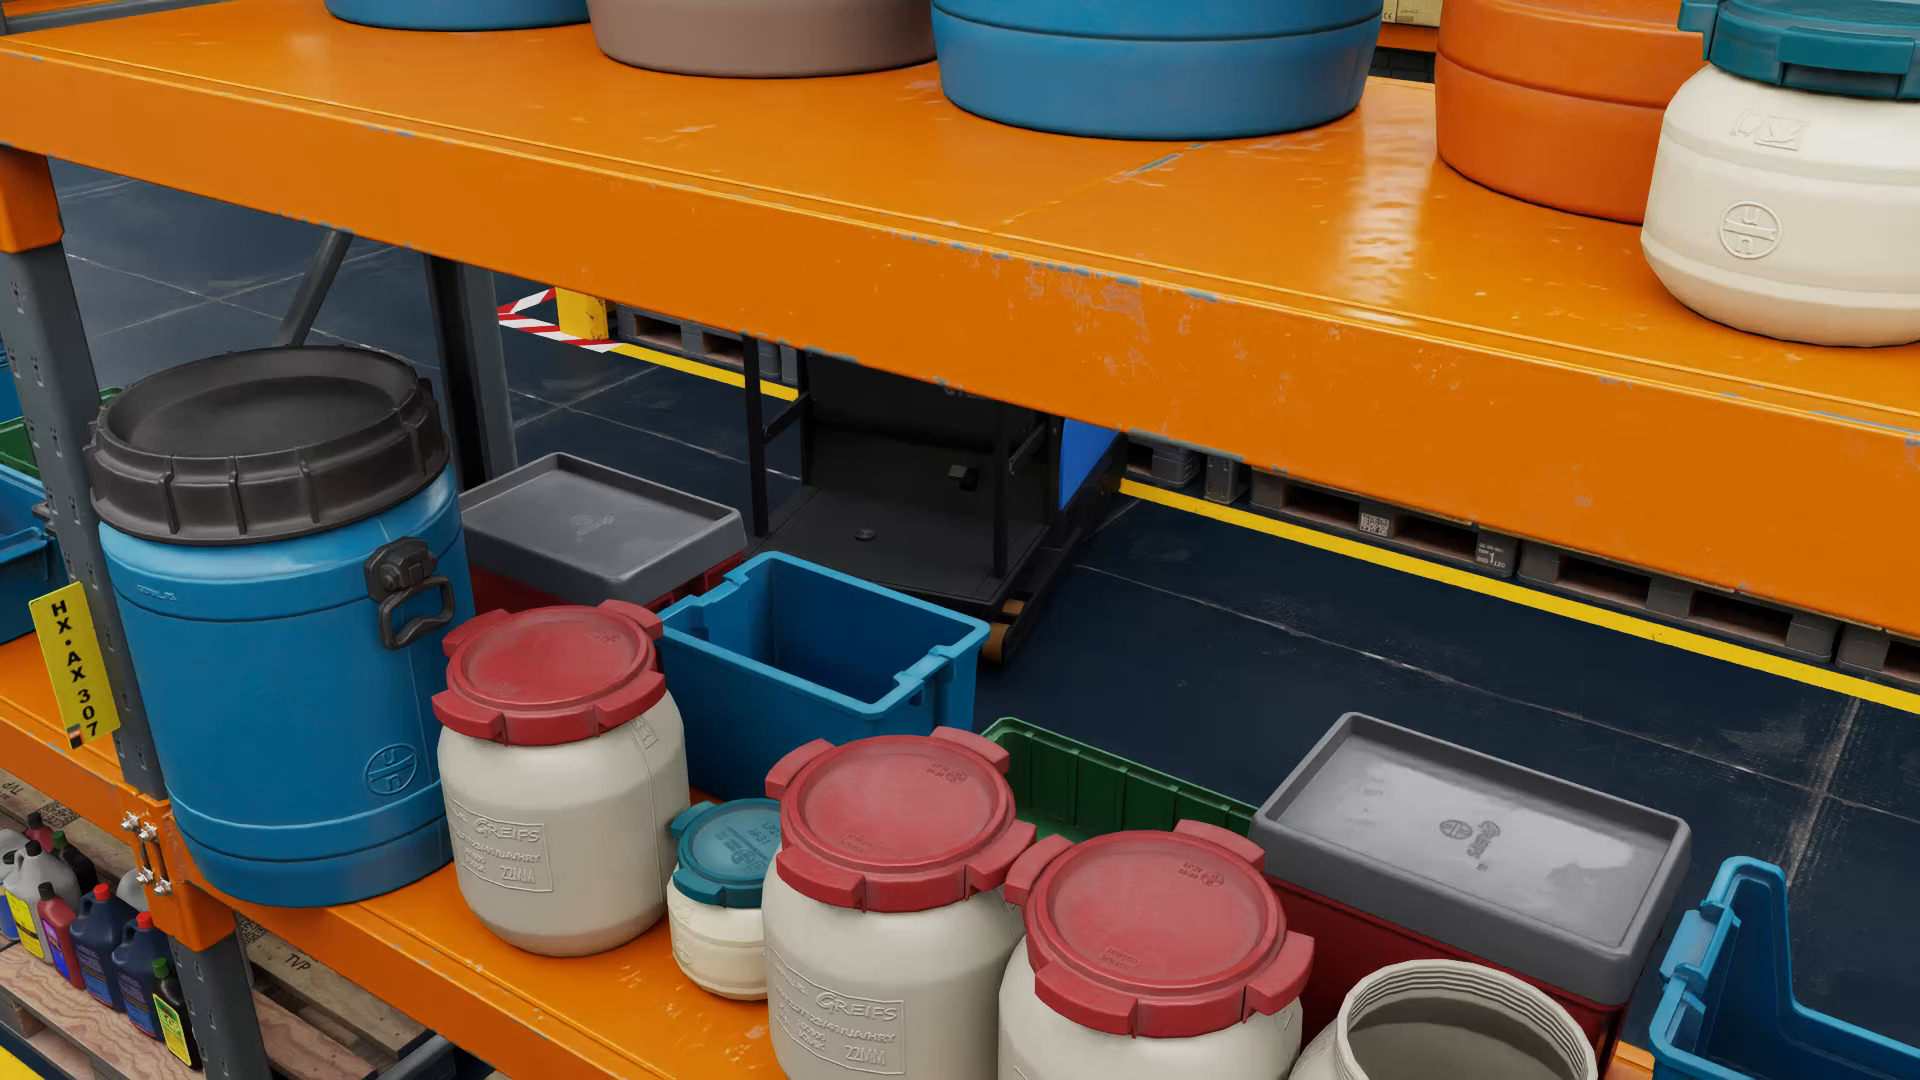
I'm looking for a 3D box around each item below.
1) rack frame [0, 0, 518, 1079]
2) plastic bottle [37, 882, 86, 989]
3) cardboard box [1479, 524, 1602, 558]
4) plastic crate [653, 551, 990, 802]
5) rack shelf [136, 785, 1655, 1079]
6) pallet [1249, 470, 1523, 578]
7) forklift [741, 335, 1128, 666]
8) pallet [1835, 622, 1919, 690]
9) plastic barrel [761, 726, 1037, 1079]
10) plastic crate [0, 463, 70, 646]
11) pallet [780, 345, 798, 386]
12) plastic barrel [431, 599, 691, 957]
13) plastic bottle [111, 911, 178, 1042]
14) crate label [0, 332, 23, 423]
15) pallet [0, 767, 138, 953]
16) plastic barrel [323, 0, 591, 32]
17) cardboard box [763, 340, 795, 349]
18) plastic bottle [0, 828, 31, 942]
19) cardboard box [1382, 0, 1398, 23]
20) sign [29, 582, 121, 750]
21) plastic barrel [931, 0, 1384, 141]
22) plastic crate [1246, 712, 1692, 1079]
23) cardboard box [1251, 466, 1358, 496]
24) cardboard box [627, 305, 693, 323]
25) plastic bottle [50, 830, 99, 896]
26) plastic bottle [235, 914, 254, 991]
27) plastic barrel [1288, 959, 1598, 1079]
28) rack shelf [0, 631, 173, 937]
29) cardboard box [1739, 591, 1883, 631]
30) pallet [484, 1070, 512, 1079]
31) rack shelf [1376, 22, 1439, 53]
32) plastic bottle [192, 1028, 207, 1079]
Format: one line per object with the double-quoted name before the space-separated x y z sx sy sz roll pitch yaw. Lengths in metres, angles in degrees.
"rack frame" -1.361 0.162 3.625 0.127 3.000 1.000 17 32 30
"plastic bottle" -2.371 1.043 4.403 0.133 0.283 0.061 20 33 34
"cardboard box" 2.488 -0.191 6.887 0.500 0.250 0.500 16 31 29
"plastic crate" -0.276 0.336 3.301 0.575 0.384 0.392 17 32 30
"rack shelf" 0.287 0.996 2.779 4.000 0.370 1.077 17 32 30
"pallet" 2.076 -0.272 7.552 1.213 0.211 1.003 17 32 30
"forklift" -0.221 -1.041 6.064 1.130 2.935 3.031 10 29 18
"pallet" 4.087 0.355 6.320 1.213 0.211 1.003 17 32 30
"plastic barrel" -0.092 0.617 2.580 0.433 0.535 0.433 0 27 0
"plastic crate" -2.427 0.045 4.018 0.616 0.251 0.499 17 32 30
"pallet" -0.195 -0.979 8.942 1.213 0.211 1.003 17 32 30
"plastic barrel" -0.697 0.429 2.951 0.433 0.535 0.433 0 27 0
"plastic bottle" -2.055 1.088 4.240 0.185 0.351 0.144 16 31 29
"crate label" -2.988 -0.510 4.906 0.616 0.435 0.502 17 32 30
"pallet" -2.901 0.903 5.242 1.213 0.211 1.003 17 32 30
"plastic barrel" -0.819 -1.349 2.734 0.708 0.901 0.600 17 32 30
"cardboard box" -0.709 -1.202 8.873 0.500 0.250 0.500 17 32 30
"plastic bottle" -2.611 0.946 4.601 0.135 0.276 0.152 18 32 31
"cardboard box" 2.857 -3.747 11.449 0.500 0.250 0.500 17 32 30
"sign" -1.682 0.241 3.164 0.005 0.325 0.100 17 32 30
"plastic barrel" 0.259 -1.013 2.074 0.708 0.901 0.600 17 32 30
"plastic crate" 0.777 0.631 2.633 0.583 0.464 0.402 17 32 30
"cardboard box" 1.639 -0.455 7.405 0.500 0.250 0.500 16 31 29
"cardboard box" -1.535 -1.457 9.375 0.500 0.250 0.500 17 32 30
"plastic bottle" -2.443 0.941 4.603 0.133 0.283 0.061 17 32 30
"plastic bottle" -1.974 1.035 4.345 0.185 0.351 0.144 17 32 30
"plastic barrel" 0.620 0.846 2.156 0.421 0.512 0.421 0 27 0
"rack shelf" -3.010 -0.031 4.798 4.000 0.370 1.077 17 32 30
"cardboard box" 3.332 0.071 6.372 0.500 0.250 0.500 18 32 31
"pallet" -0.692 1.591 3.890 1.213 0.211 1.003 17 32 30
"rack shelf" 2.599 -3.735 12.076 4.000 0.370 1.077 17 32 30
"plastic bottle" -1.837 1.236 4.114 0.097 0.201 0.097 0 27 0
